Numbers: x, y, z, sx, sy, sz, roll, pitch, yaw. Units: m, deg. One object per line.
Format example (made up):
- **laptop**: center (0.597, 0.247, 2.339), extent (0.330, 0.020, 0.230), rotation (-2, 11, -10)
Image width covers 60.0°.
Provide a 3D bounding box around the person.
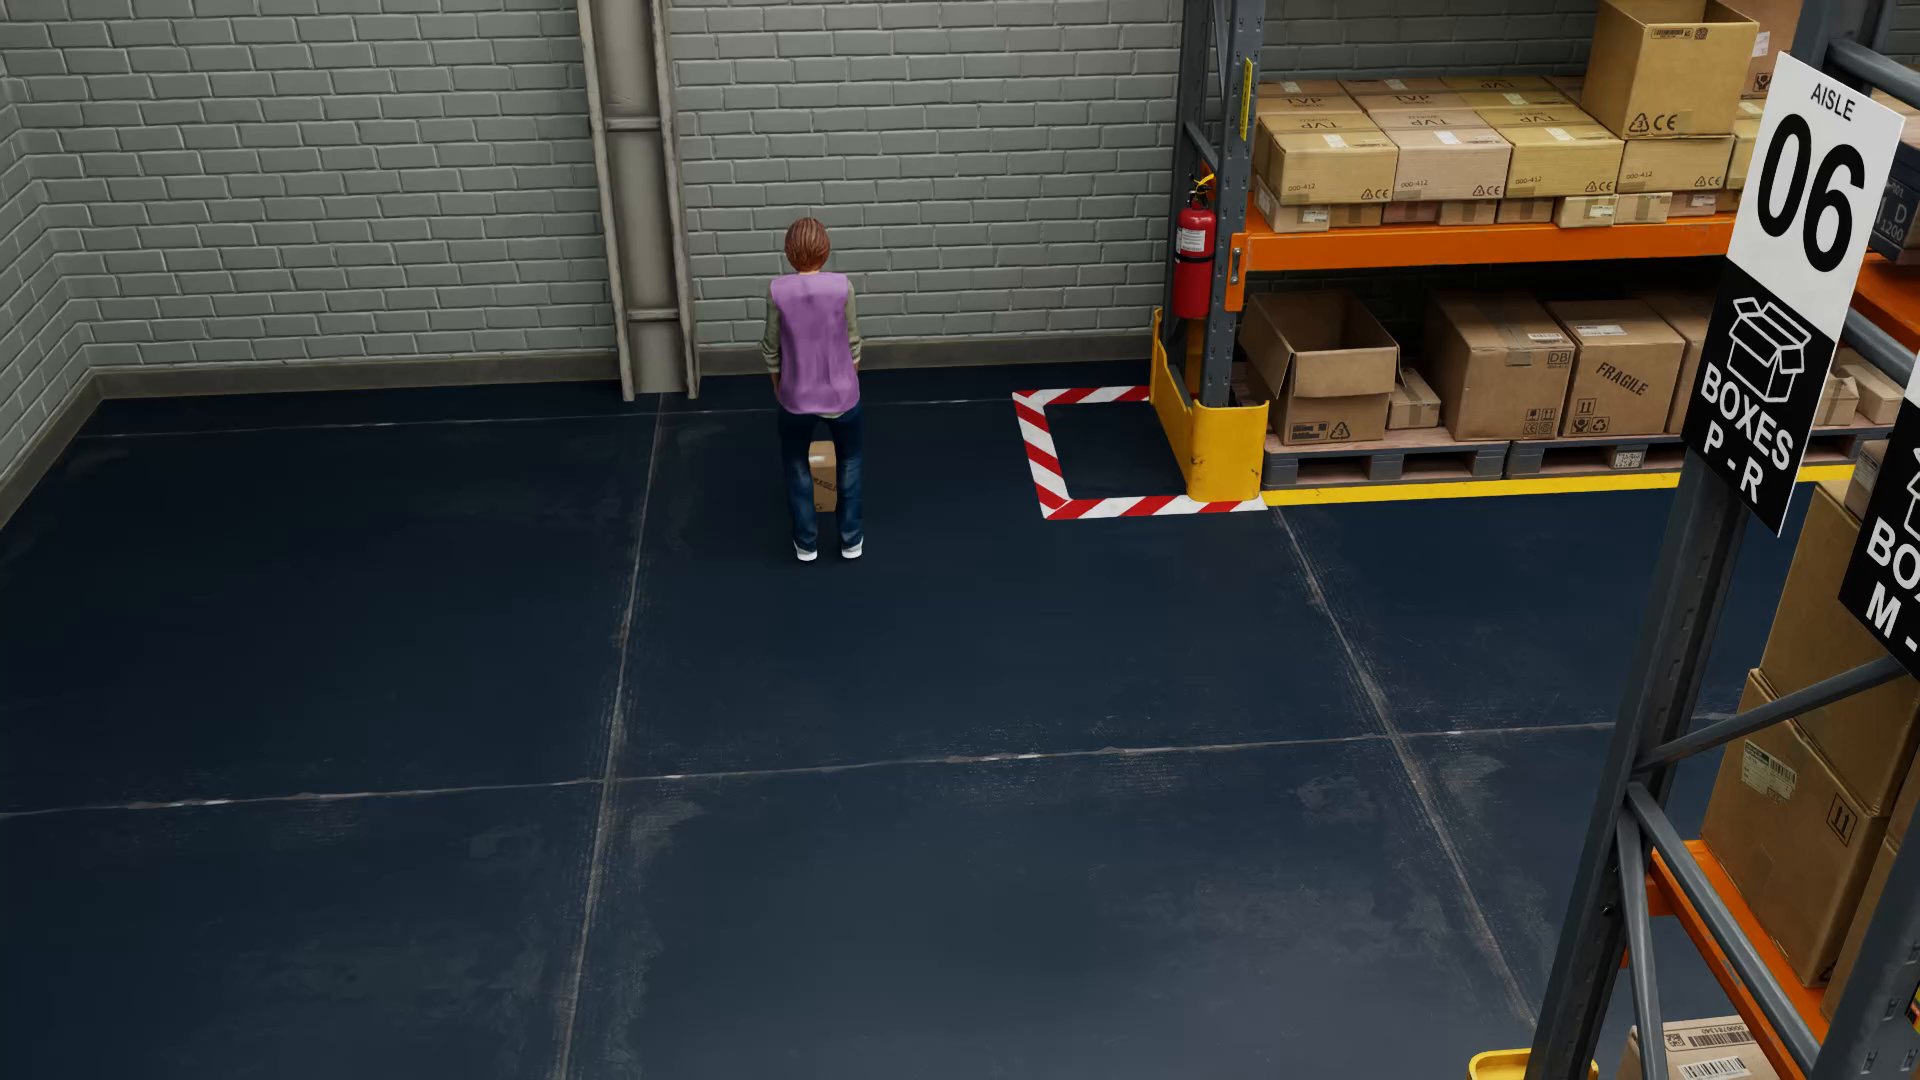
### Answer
- **person**: center (-0.631, -0.610, 7.200), extent (0.426, 1.544, 0.382), rotation (-2, 32, -3)
